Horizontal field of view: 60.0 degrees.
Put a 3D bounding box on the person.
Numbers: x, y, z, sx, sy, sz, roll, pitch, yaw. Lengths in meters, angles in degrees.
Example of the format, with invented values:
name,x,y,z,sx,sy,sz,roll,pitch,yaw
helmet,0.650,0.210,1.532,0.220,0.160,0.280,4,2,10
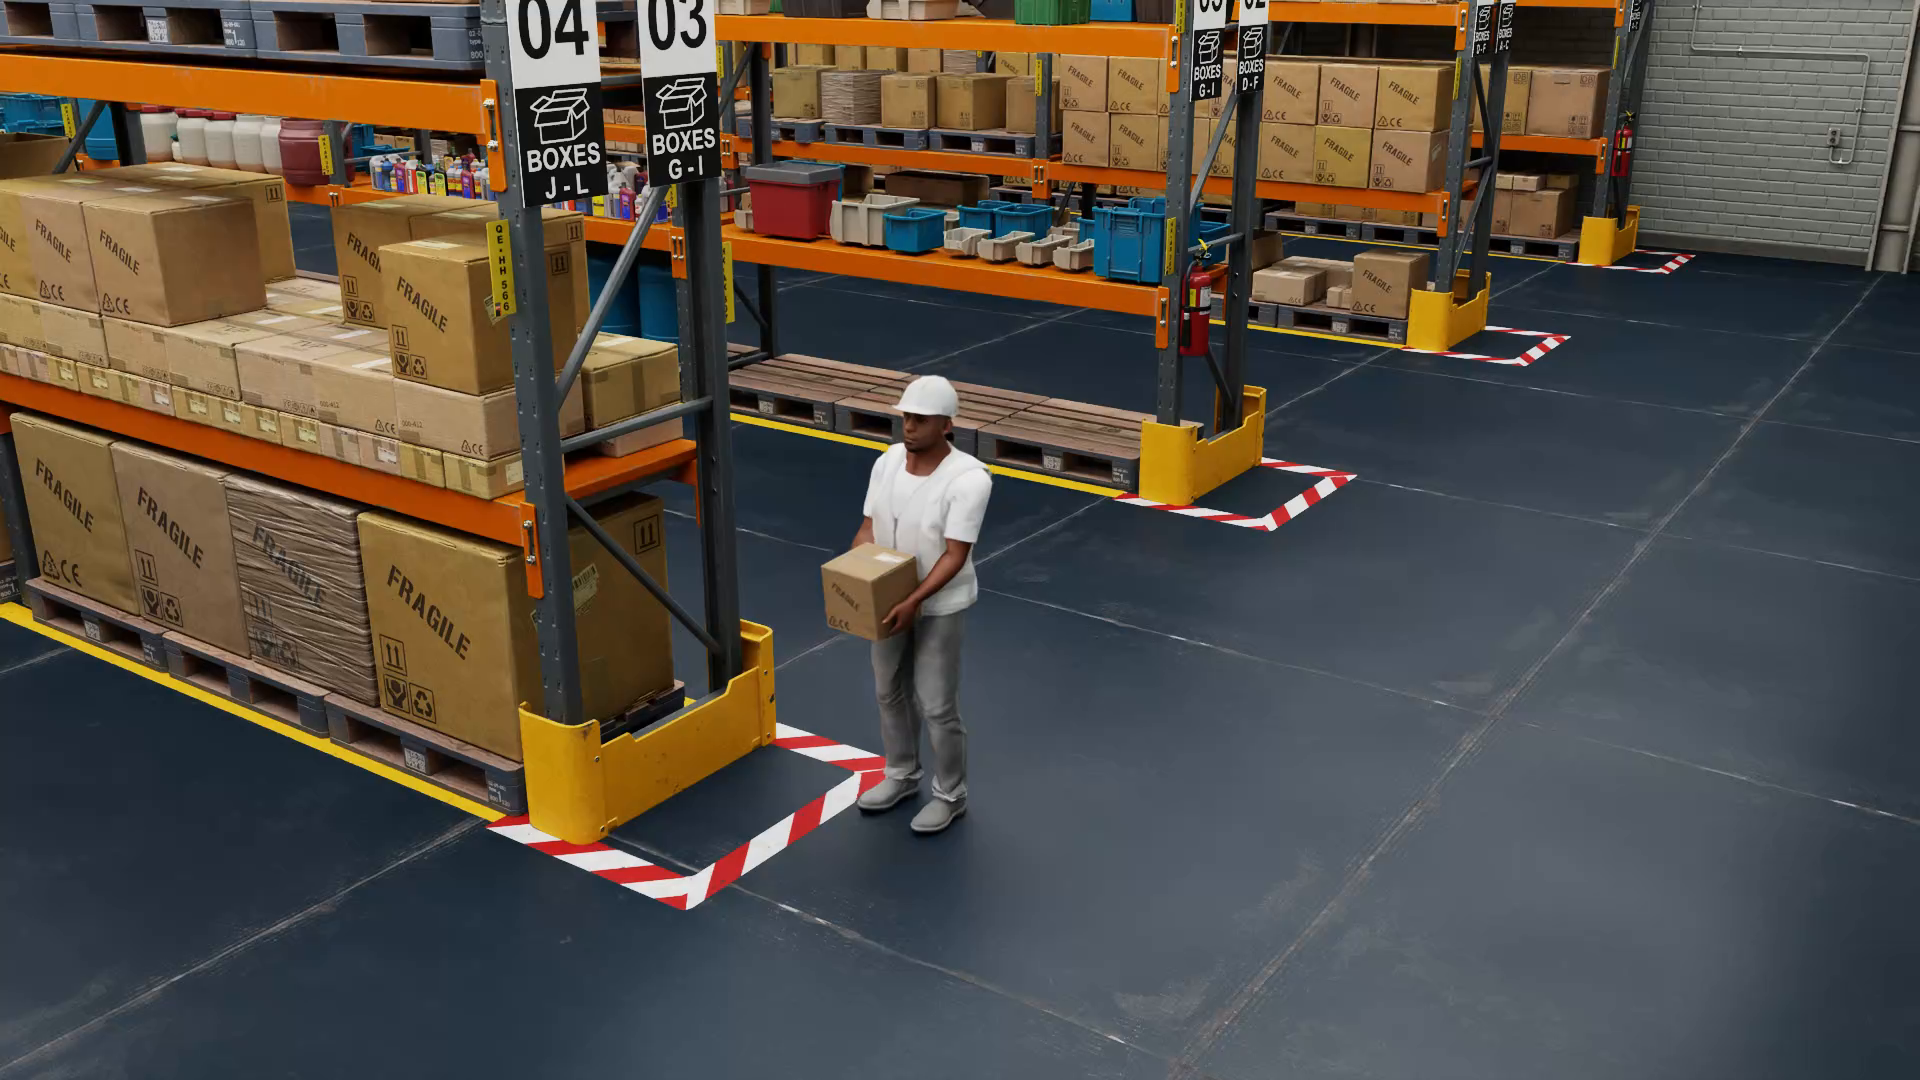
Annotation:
name,x,y,z,sx,sy,sz,roll,pitch,yaw
person,-0.204,0.263,6.298,0.528,1.769,0.567,16,25,37
